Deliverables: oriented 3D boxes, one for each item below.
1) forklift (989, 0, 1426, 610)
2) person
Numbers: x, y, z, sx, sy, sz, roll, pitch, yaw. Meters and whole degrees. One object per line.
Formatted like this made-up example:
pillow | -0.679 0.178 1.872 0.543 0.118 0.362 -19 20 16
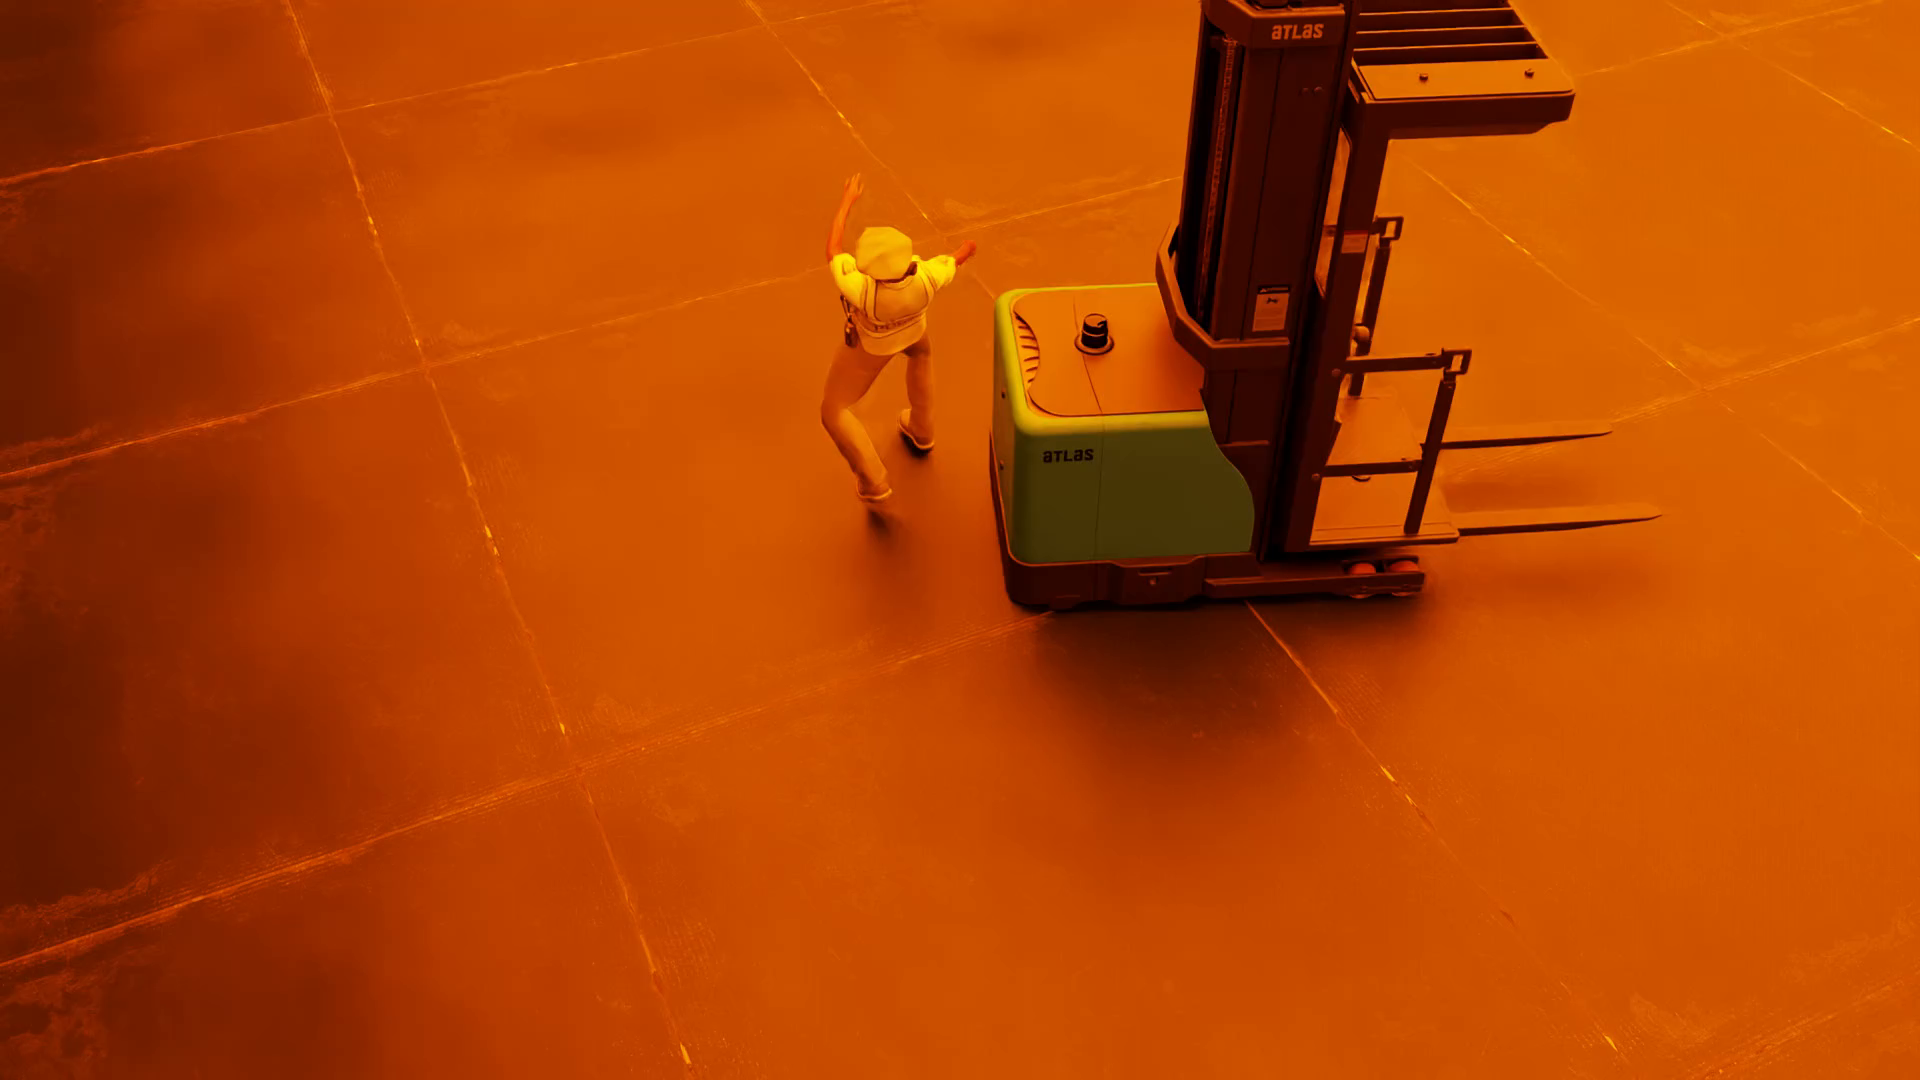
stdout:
forklift | 1.686 -1.166 6.929 3.031 2.935 1.130 -3 43 -3
person | -0.287 -0.943 7.690 0.745 1.384 0.589 -29 50 -27
